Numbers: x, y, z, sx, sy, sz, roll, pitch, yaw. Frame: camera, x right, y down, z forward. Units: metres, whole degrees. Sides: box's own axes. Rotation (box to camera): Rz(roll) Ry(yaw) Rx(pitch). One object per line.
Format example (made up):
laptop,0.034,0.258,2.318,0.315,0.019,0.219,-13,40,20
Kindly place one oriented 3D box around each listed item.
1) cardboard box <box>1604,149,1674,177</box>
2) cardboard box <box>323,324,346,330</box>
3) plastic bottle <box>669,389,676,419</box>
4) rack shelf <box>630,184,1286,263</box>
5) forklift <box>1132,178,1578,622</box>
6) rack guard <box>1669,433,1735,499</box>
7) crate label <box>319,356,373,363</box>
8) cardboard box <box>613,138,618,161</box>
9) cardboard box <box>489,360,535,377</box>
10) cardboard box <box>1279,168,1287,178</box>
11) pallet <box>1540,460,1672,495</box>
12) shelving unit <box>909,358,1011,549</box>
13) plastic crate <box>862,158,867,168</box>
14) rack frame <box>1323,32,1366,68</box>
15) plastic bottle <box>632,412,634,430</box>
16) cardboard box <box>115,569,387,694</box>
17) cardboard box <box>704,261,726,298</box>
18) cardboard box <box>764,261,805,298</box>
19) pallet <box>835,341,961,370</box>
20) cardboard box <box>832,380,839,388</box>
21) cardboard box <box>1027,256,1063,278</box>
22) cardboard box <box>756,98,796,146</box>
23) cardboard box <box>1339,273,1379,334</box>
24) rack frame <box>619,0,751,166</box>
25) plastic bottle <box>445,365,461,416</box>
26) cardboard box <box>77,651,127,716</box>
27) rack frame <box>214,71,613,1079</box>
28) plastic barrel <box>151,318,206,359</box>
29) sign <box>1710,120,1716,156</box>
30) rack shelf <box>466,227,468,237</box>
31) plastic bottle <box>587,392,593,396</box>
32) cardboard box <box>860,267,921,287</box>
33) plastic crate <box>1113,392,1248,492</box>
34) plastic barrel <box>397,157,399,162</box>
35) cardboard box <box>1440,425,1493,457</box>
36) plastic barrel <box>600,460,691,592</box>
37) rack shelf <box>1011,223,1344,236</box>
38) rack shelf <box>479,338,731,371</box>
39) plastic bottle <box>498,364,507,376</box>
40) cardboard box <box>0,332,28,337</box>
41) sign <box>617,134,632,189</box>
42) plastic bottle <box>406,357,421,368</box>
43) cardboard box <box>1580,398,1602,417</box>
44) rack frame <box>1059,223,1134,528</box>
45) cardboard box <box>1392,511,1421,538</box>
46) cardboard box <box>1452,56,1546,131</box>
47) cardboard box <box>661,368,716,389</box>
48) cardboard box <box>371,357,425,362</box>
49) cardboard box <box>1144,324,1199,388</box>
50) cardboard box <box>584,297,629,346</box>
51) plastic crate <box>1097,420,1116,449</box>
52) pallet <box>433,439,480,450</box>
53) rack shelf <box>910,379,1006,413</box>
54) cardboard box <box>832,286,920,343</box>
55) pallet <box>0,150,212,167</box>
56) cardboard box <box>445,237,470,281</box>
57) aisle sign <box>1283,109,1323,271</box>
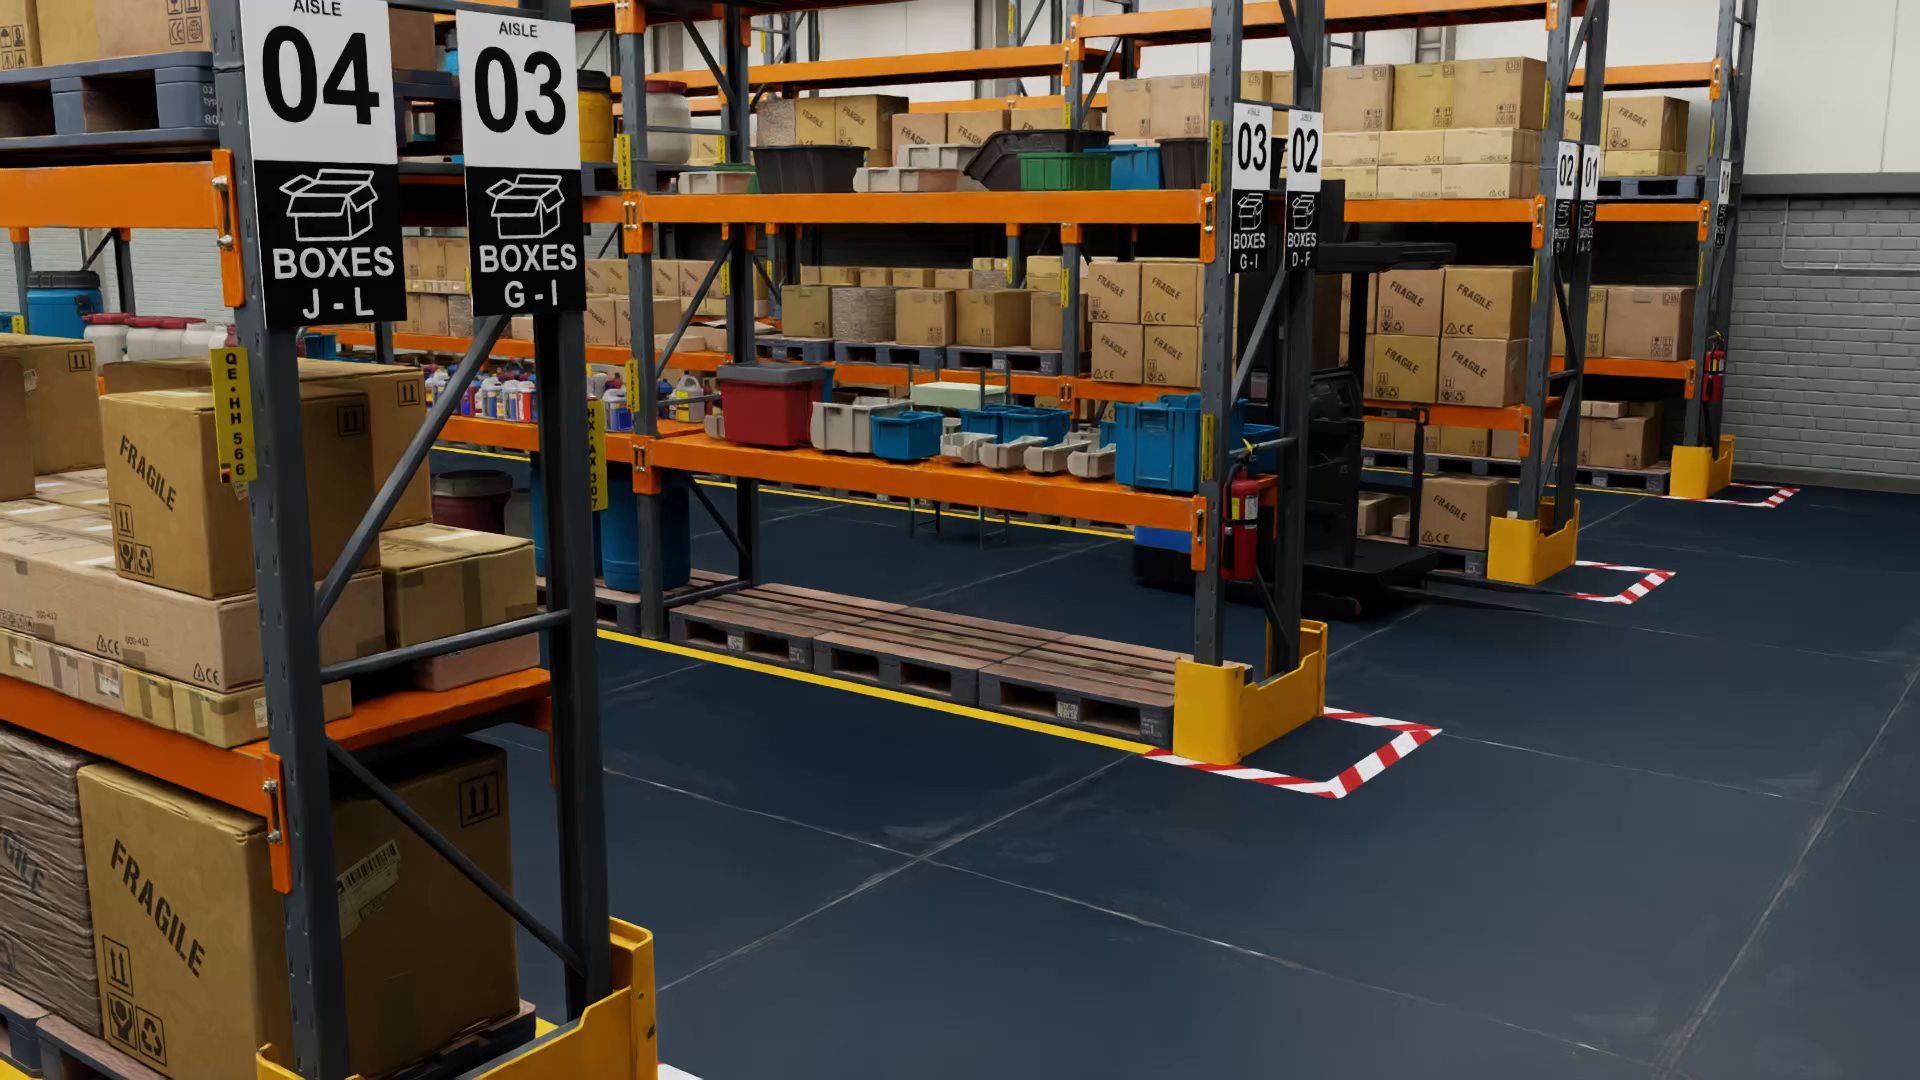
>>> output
cardboard box,6.627,-3.670,16.232,0.500,0.250,0.500,8,14,37
cardboard box,-7.656,-2.950,21.120,0.500,0.500,0.700,8,14,37
plastic bottle,-1.968,-0.941,11.521,0.097,0.201,0.097,0,11,0
rack shelf,-0.101,-1.802,9.443,4.000,0.370,1.077,8,13,36
forklift,2.725,-1.002,11.491,3.031,2.935,1.130,9,14,39
rack guard,7.394,-0.744,16.560,0.348,0.500,1.175,8,13,36
crate label,-5.055,-1.379,13.703,0.416,0.233,0.303,8,13,36
cardboard box,-4.980,-5.651,24.496,0.500,0.500,0.500,8,13,35
cardboard box,-5.415,-1.889,20.055,0.500,0.500,0.500,8,13,36
cardboard box,2.675,-2.803,13.116,0.500,0.250,0.500,8,13,36
pallet,6.684,-0.683,17.004,1.213,0.211,1.003,8,13,36
shelving unit,-0.005,-0.737,13.891,0.755,1.500,0.431,8,13,36
plastic crate,-0.791,-2.244,10.276,0.300,0.233,0.416,8,13,36
rack frame,4.151,-5.369,18.091,0.127,3.000,1.000,8,13,36
plastic bottle,-2.164,-0.826,10.923,0.097,0.201,0.097,0,11,0
cardboard box,-1.969,0.215,4.635,0.500,0.250,0.500,8,13,35
cardboard box,-3.267,-3.689,23.567,0.500,0.500,0.500,8,13,35
cardboard box,-2.552,-3.712,23.690,0.500,0.500,0.500,8,13,34
pallet,-0.432,-1.803,15.955,1.213,0.211,1.003,8,13,36
cardboard box,-1.694,-2.232,23.091,0.500,0.500,0.700,9,14,37
cardboard box,1.163,-3.353,20.390,0.500,0.250,0.500,8,14,37
cardboard box,-1.655,-4.077,16.416,0.500,0.500,0.500,8,13,36
cardboard box,3.096,-1.877,12.942,0.500,0.500,0.500,8,14,37
rack frame,-1.713,-3.853,10.252,0.127,3.000,1.000,8,13,36
plastic bottle,-3.536,-1.060,11.741,0.185,0.351,0.144,8,13,36
cardboard box,-2.316,0.377,4.845,0.250,0.149,0.380,8,14,36
rack frame,-1.421,0.301,4.577,0.127,3.000,1.000,8,13,36
plastic barrel,-6.580,-1.601,14.050,0.433,0.535,0.433,0,11,0
sign,7.042,-3.761,15.554,0.005,0.325,0.100,8,13,36
rack shelf,-6.838,-3.909,20.334,4.000,0.370,1.077,8,13,36
plastic bottle,-2.517,-0.882,11.019,0.135,0.276,0.152,8,13,36
cardboard box,-0.912,-3.393,22.248,0.500,0.500,0.700,10,15,43
plastic crate,1.130,-0.513,8.535,0.499,0.435,0.616,8,13,36
plastic barrel,-4.219,-2.805,12.038,0.294,0.245,0.294,0,11,0
cardboard box,5.508,-1.188,17.748,0.500,0.500,0.700,8,14,37
plastic barrel,-2.142,-0.147,11.310,0.708,0.901,0.600,8,13,36
rack shelf,2.539,-3.768,19.607,4.000,0.370,1.077,8,13,36
rack shelf,-3.614,-1.986,18.294,4.000,0.370,1.077,8,13,36
plastic bottle,-3.438,-1.191,12.595,0.133,0.283,0.061,8,13,36
cardboard box,-4.116,-0.579,6.761,0.500,0.500,0.500,8,14,37
sign,-2.040,-2.300,10.101,0.005,0.325,0.100,8,13,36
plastic bottle,-4.359,-1.319,13.260,0.133,0.283,0.061,8,13,36
cardboard box,6.334,-1.350,16.879,0.250,0.149,0.380,8,14,37
rack frame,1.222,-1.665,14.739,0.127,3.000,1.000,8,13,36
cardboard box,3.588,-0.123,13.069,0.250,0.166,0.380,8,13,36
cardboard box,4.022,-3.283,12.311,0.500,0.500,0.700,8,13,36
cardboard box,-3.996,-2.516,24.560,0.500,0.500,0.700,7,13,32
cardboard box,-6.942,-1.975,20.501,0.500,0.500,0.500,8,13,36
cardboard box,1.886,-1.558,13.923,0.500,0.500,0.500,8,14,37
cardboard box,-3.789,-2.409,18.322,0.500,0.500,0.500,8,14,36
plastic crate,0.976,-0.557,9.294,0.300,0.233,0.416,8,13,36
pallet,-5.843,-1.291,20.148,1.213,0.211,1.003,8,13,36
rack shelf,-0.005,-1.120,13.817,0.720,0.370,0.431,8,13,36
cardboard box,-0.804,-2.184,16.055,0.700,0.500,0.500,-10,15,-42
pallet,-3.013,-1.347,5.432,1.213,0.211,1.003,8,13,36
cardboard box,-5.588,-3.299,19.508,0.500,0.500,0.700,8,14,36
aisle sign,1.744,-1.771,8.443,0.004,0.787,0.394,8,13,36
